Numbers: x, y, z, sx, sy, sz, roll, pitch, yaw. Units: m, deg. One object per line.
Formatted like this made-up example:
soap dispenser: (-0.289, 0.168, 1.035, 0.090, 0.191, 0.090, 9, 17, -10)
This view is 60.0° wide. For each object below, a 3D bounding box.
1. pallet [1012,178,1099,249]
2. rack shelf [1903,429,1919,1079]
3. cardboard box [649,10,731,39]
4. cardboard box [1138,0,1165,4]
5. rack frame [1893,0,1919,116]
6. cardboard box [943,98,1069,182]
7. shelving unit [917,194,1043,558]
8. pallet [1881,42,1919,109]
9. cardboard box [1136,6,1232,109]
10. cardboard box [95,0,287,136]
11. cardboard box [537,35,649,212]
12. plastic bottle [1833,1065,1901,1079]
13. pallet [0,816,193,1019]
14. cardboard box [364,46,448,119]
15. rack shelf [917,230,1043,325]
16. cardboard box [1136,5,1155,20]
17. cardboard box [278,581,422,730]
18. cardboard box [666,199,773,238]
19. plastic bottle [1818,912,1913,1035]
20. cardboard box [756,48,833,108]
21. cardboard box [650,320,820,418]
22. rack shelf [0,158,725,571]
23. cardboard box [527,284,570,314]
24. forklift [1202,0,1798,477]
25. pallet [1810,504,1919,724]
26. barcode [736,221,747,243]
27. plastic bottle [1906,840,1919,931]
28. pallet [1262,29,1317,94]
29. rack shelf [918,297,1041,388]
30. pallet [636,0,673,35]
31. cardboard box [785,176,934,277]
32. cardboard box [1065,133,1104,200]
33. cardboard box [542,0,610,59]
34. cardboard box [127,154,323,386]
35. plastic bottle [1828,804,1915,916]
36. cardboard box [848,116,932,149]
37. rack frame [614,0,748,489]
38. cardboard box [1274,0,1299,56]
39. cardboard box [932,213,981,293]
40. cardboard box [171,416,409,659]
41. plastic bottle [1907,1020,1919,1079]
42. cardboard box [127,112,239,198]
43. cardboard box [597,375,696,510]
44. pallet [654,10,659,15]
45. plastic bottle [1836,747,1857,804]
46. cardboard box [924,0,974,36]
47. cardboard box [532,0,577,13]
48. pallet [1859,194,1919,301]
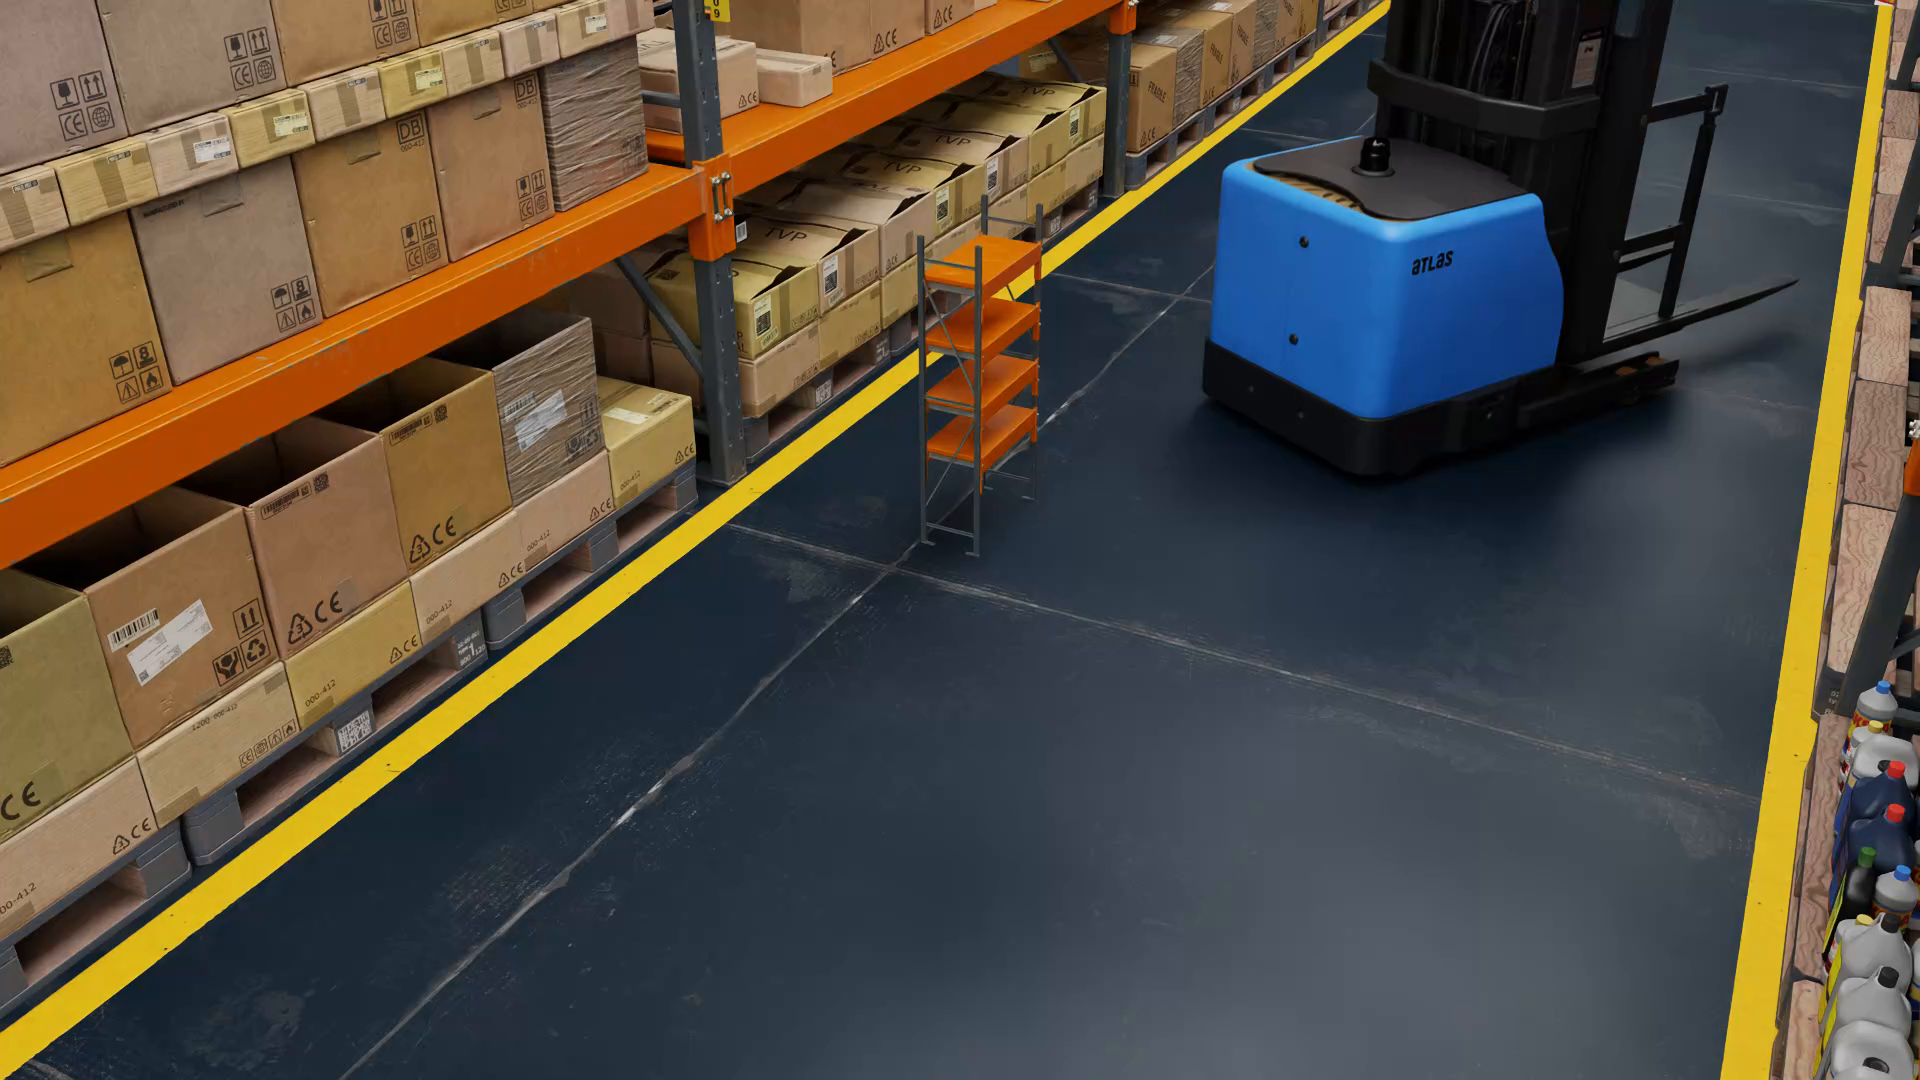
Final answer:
pallet: (0.083, -1.854, 9.266, 1.003, 0.211, 1.213, 14, 33, 23)
rack shelf: (2.167, 0.678, 2.780, 1.077, 0.370, 4.000, 14, 33, 23)
cardboard box: (-1.092, -2.019, 6.889, 0.396, 0.266, 0.258, 13, 33, 22)
cardboard box: (1.194, -3.800, 11.170, 0.500, 0.250, 0.500, 14, 33, 22)
rack frame: (6.723, -4.067, 10.320, 1.000, 3.000, 0.127, 14, 33, 23)
cardboard box: (0.242, -2.132, 8.727, 0.500, 0.311, 0.500, 14, 33, 23)
shelving unit: (0.075, -0.594, 6.079, 0.258, 1.200, 0.503, 14, 33, 23)
pallet: (7.023, -3.193, 11.598, 1.003, 0.211, 1.213, 14, 33, 23)
cardboard box: (1.421, -3.118, 10.735, 0.500, 0.500, 0.500, 14, 33, 23)
cardboard box: (-2.212, -1.386, 4.249, 0.700, 0.500, 0.500, 14, 33, 23)
cardboard box: (-1.526, -1.491, 5.734, 0.700, 0.500, 0.500, 13, 32, 22)
plastic bottle: (1.842, 1.224, 3.400, 0.152, 0.276, 0.135, 15, 33, 24)
pallet: (-2.841, 0.988, 4.318, 1.003, 0.211, 1.213, 14, 33, 23)
cardboard box: (-1.728, -1.351, 4.838, 0.380, 0.149, 0.250, 14, 33, 23)
rack shelf: (0.075, -0.934, 5.883, 0.258, 0.148, 0.480, 14, 33, 23)
cardboard box: (0.946, -3.223, 10.919, 0.500, 0.500, 0.500, 13, 32, 22)
cardboard box: (-2.025, 0.286, 5.080, 0.500, 0.250, 0.500, 14, 33, 23)
cardboard box: (-1.169, -1.356, 7.375, 0.500, 0.311, 0.500, 15, 33, 25)
plastic bottle: (2.062, 0.973, 3.762, 0.144, 0.351, 0.185, 14, 33, 23)
cardboard box: (-0.744, -1.884, 6.770, 0.380, 0.149, 0.250, 14, 33, 23)
cardboard box: (-0.925, -0.758, 6.898, 0.500, 0.250, 0.500, 13, 33, 22)
rack shelf: (-2.241, -0.447, 4.739, 1.077, 0.370, 4.000, 14, 33, 23)
cardboard box: (-1.819, -0.826, 6.263, 0.500, 0.500, 0.500, 14, 33, 23)
forklift: (2.573, -2.067, 6.906, 3.031, 2.935, 1.130, -18, 34, -28)
pallet: (3.402, 0.332, 5.461, 1.003, 0.211, 1.213, 14, 33, 23)
barcode: (-0.843, -1.188, 6.411, 0.001, 0.075, 0.075, 14, 33, 23)
plastic bottle: (2.383, 0.827, 4.096, 0.097, 0.271, 0.097, 0, 30, 0)
pallet: (1.978, -3.614, 12.332, 1.003, 0.211, 1.213, 14, 33, 23)
rack shelf: (0.075, -0.729, 6.001, 0.258, 0.148, 0.480, 14, 33, 23)
pallet: (-2.936, -4.203, 13.358, 1.003, 0.211, 1.213, 14, 33, 23)
cardboard box: (-0.452, -1.456, 7.550, 0.500, 0.311, 0.500, 13, 32, 22)
cardboard box: (0.470, -2.120, 9.270, 0.500, 0.250, 0.500, 15, 33, 24)
cardboard box: (-1.377, -1.692, 5.433, 0.380, 0.149, 0.250, 14, 33, 22)
cardboard box: (-2.225, -0.807, 4.543, 0.700, 0.500, 0.500, 15, 33, 25)
plastic bottle: (2.255, 0.785, 4.090, 0.144, 0.351, 0.185, 13, 32, 21)
cardboard box: (-0.474, -2.026, 8.543, 0.500, 0.311, 0.500, 13, 32, 22)
rack frame: (-1.330, -1.646, 6.104, 1.000, 3.000, 0.127, 14, 33, 23)
cardboard box: (2.113, -3.798, 11.921, 0.500, 0.500, 0.500, 14, 33, 23)
cardboard box: (-0.225, -1.440, 8.085, 0.500, 0.250, 0.500, 15, 33, 24)
cardboard box: (-2.024, -0.039, 4.893, 0.500, 0.500, 0.500, 14, 33, 23)
plastic bottle: (2.104, 1.128, 3.641, 0.097, 0.201, 0.097, 0, 30, 0)
cardboard box: (-2.080, -1.004, 4.234, 0.380, 0.149, 0.250, 15, 33, 24)
cardboard box: (-1.346, -0.381, 6.240, 0.500, 0.250, 0.500, 14, 33, 23)
pallet: (-2.381, -4.746, 14.303, 1.003, 0.211, 1.213, 14, 33, 23)
plastic bottle: (2.450, 0.634, 4.502, 0.097, 0.201, 0.097, 0, 30, 0)
cardboard box: (-0.257, -2.715, 7.865, 0.500, 0.500, 0.500, 12, 32, 21)
cardboard box: (-1.526, -2.054, 5.411, 0.700, 0.500, 0.500, 14, 33, 24)
pallet: (5.223, -1.444, 8.552, 1.003, 0.211, 1.213, 14, 33, 23)
